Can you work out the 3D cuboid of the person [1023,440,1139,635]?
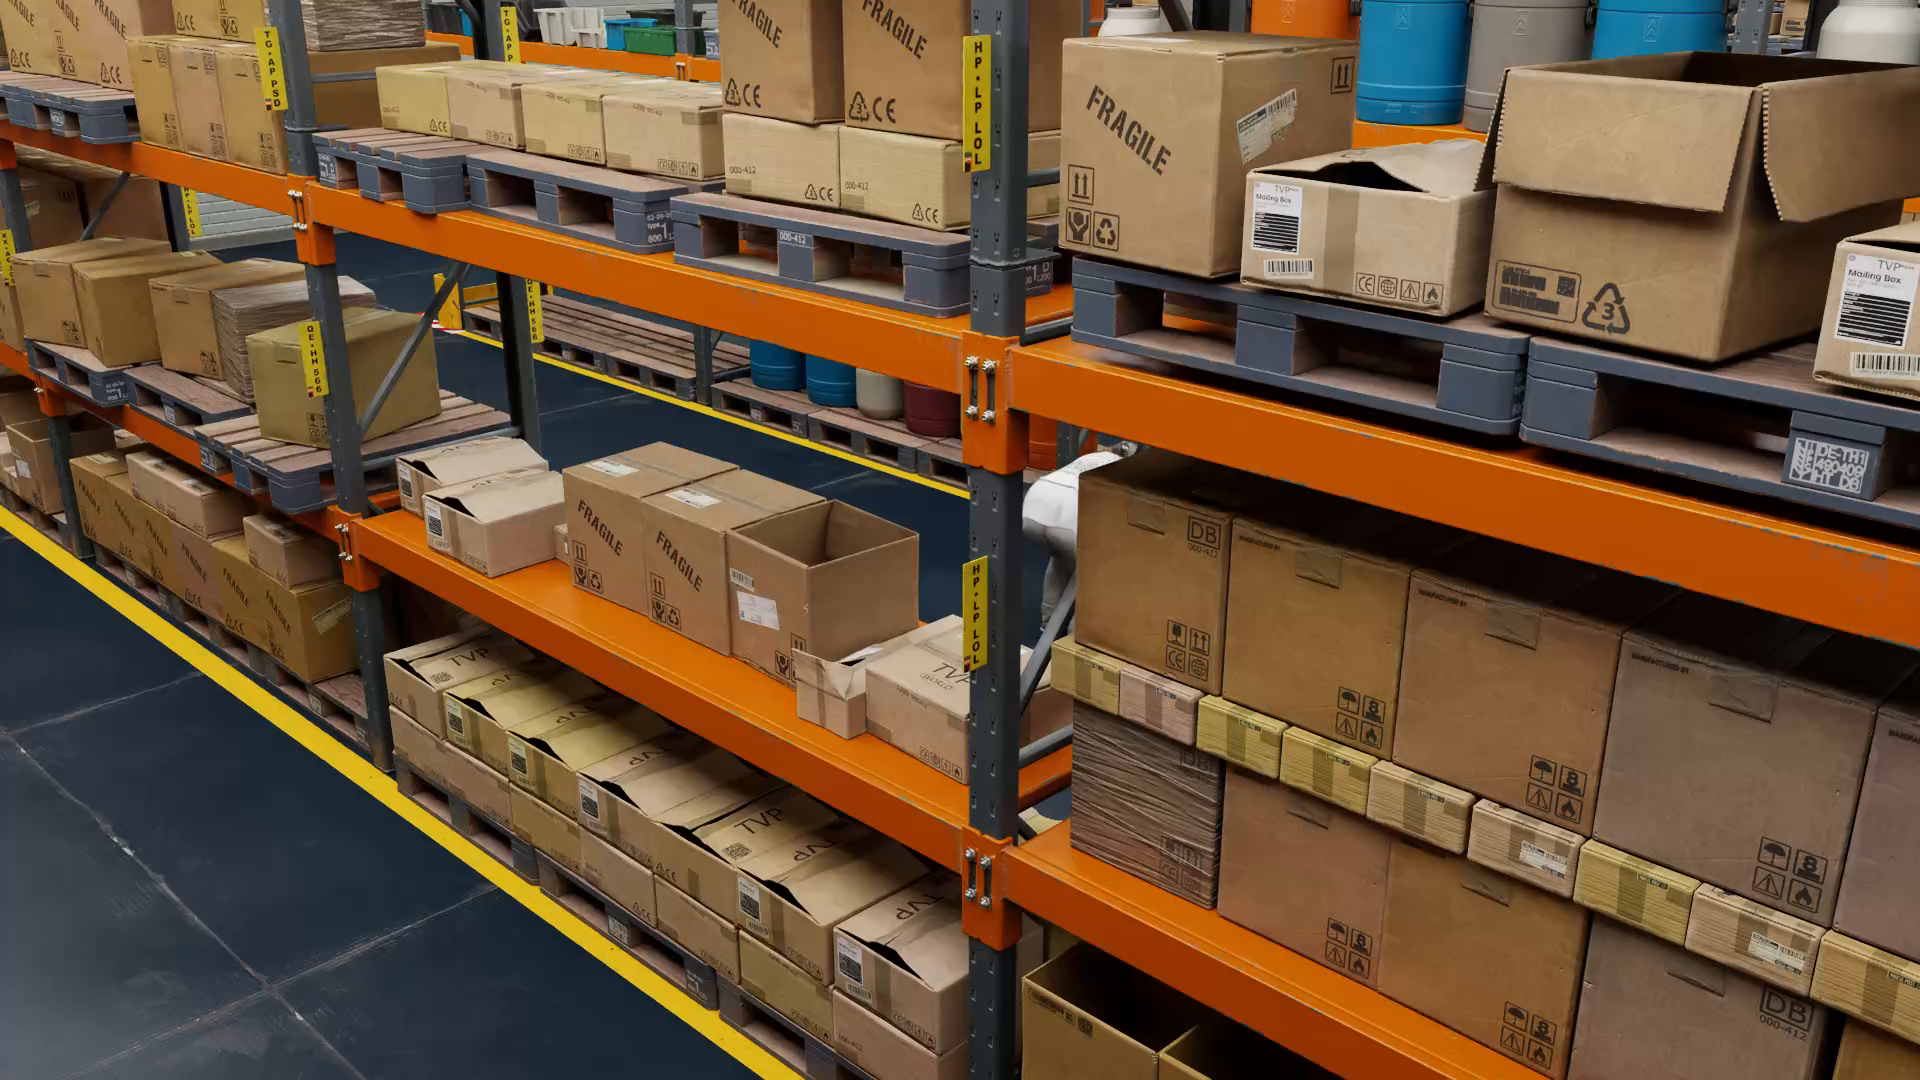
[{"bbox_3d":[0.735,0.026,9.385,0.496,1.049,0.934,17,27,38],"label":"person"}]
